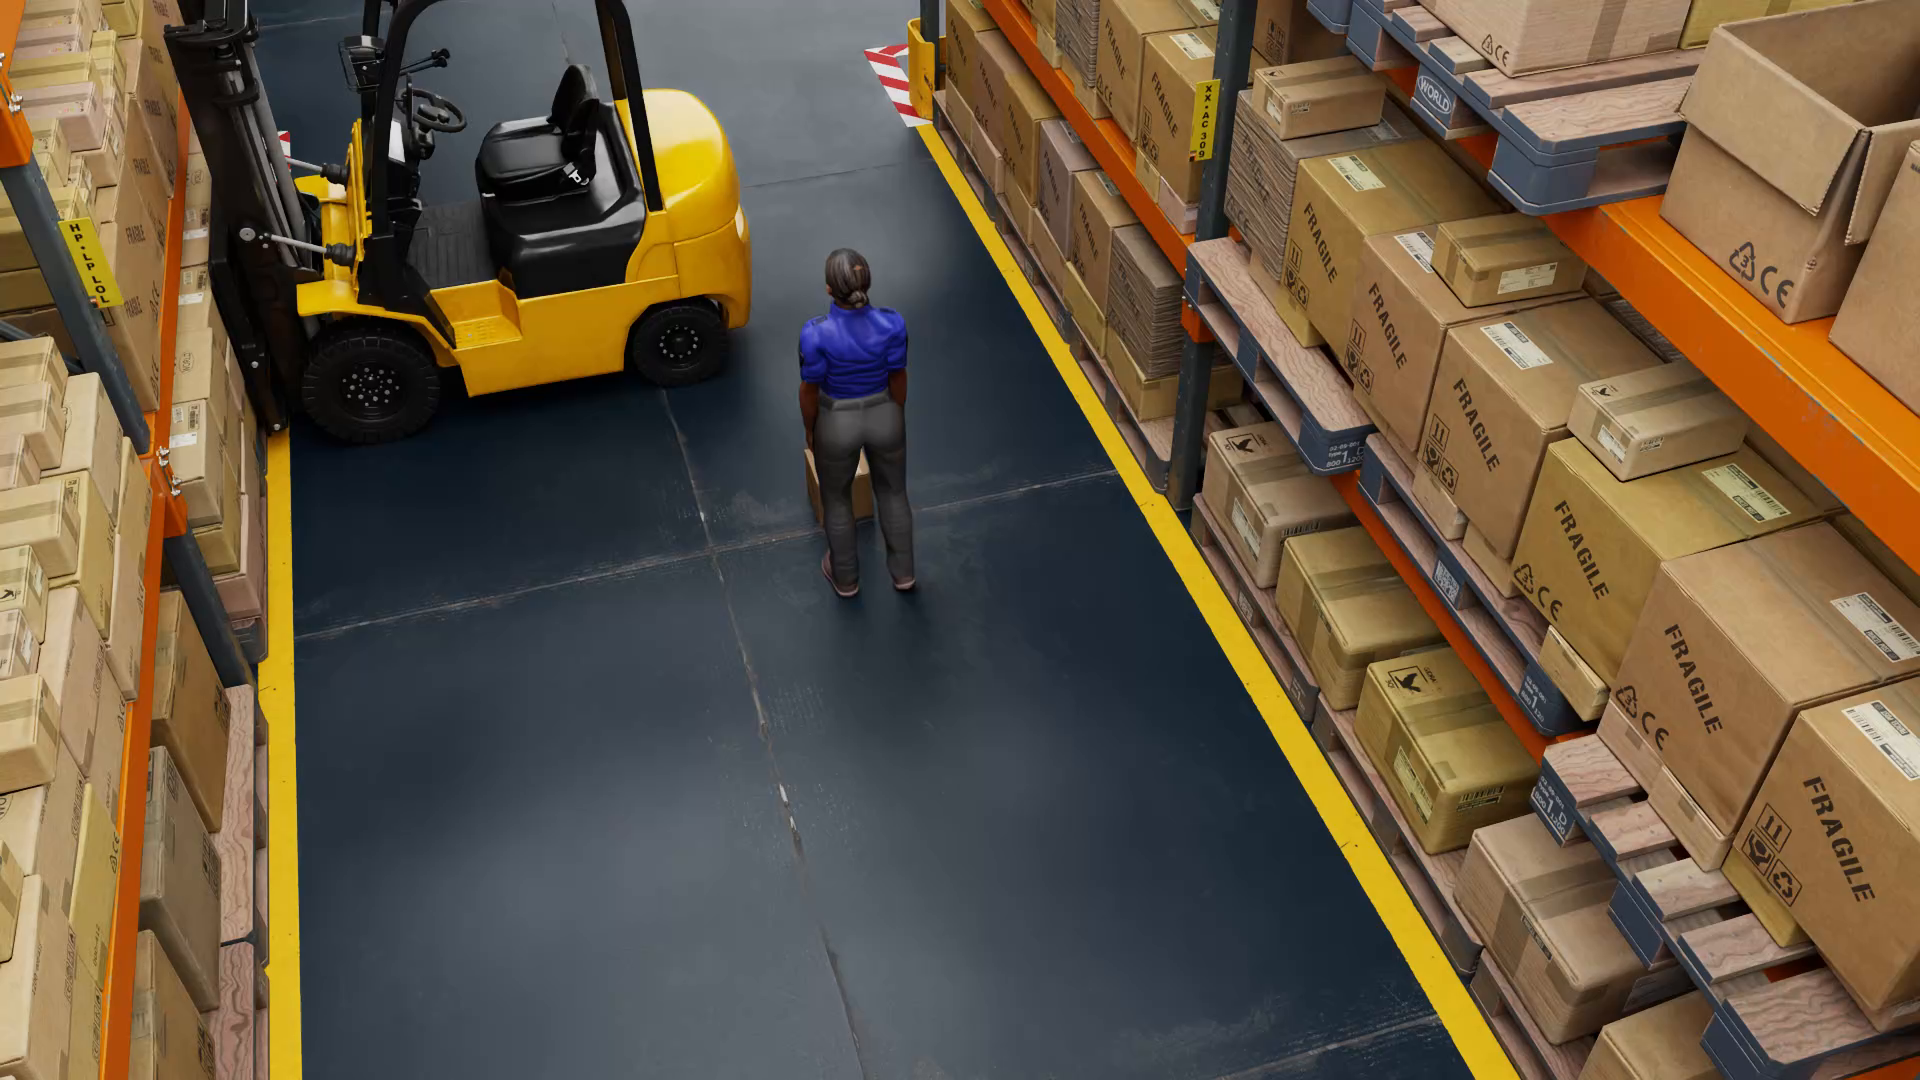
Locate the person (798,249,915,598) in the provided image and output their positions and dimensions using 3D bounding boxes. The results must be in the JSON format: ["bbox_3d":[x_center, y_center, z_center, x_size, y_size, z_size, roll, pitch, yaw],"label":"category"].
[{"bbox_3d":[-0.416,-0.442,6.676,0.444,1.692,0.324,-11,44,-12],"label":"person"}]
